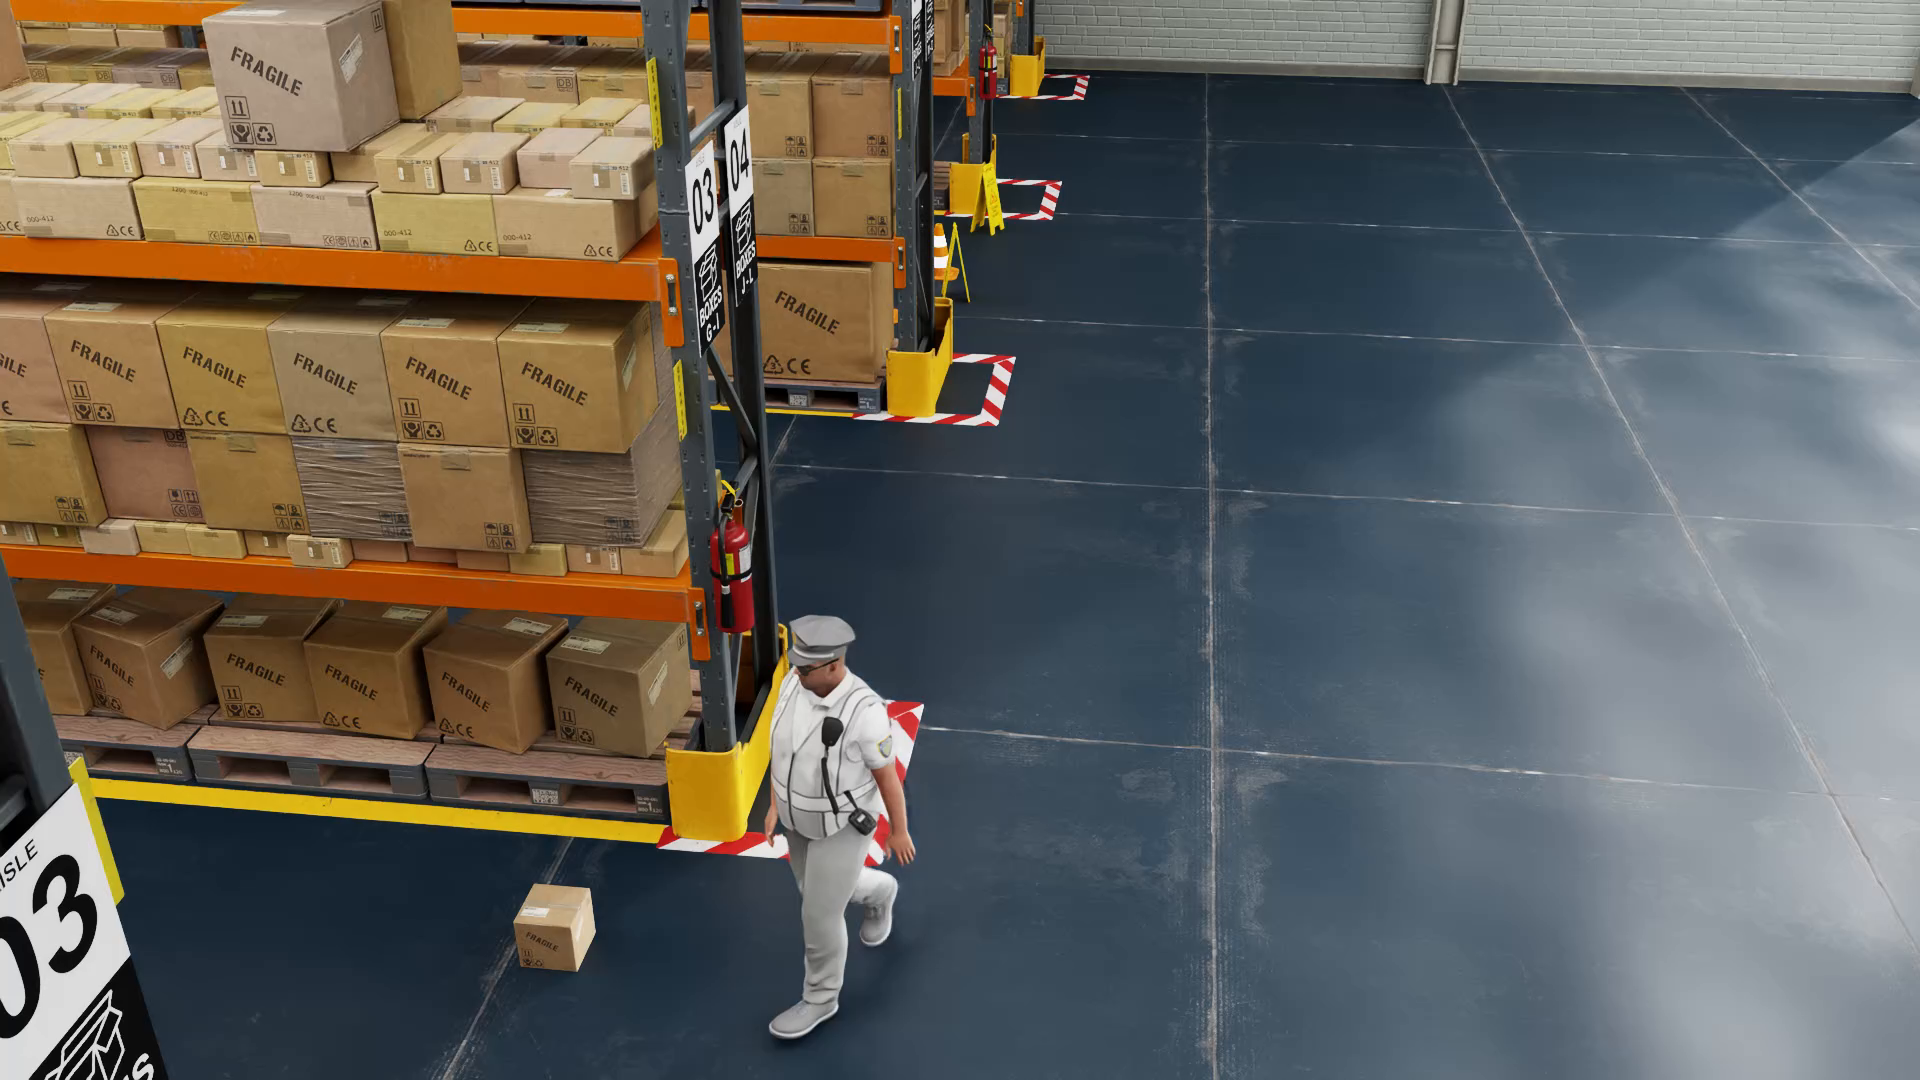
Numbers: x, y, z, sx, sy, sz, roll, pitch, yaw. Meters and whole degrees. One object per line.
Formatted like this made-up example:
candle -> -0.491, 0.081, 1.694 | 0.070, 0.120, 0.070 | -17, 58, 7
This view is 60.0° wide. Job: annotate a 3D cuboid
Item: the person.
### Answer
person -> -0.501, 1.088, 6.589 | 0.612, 1.714, 0.900 | 21, 34, 33
